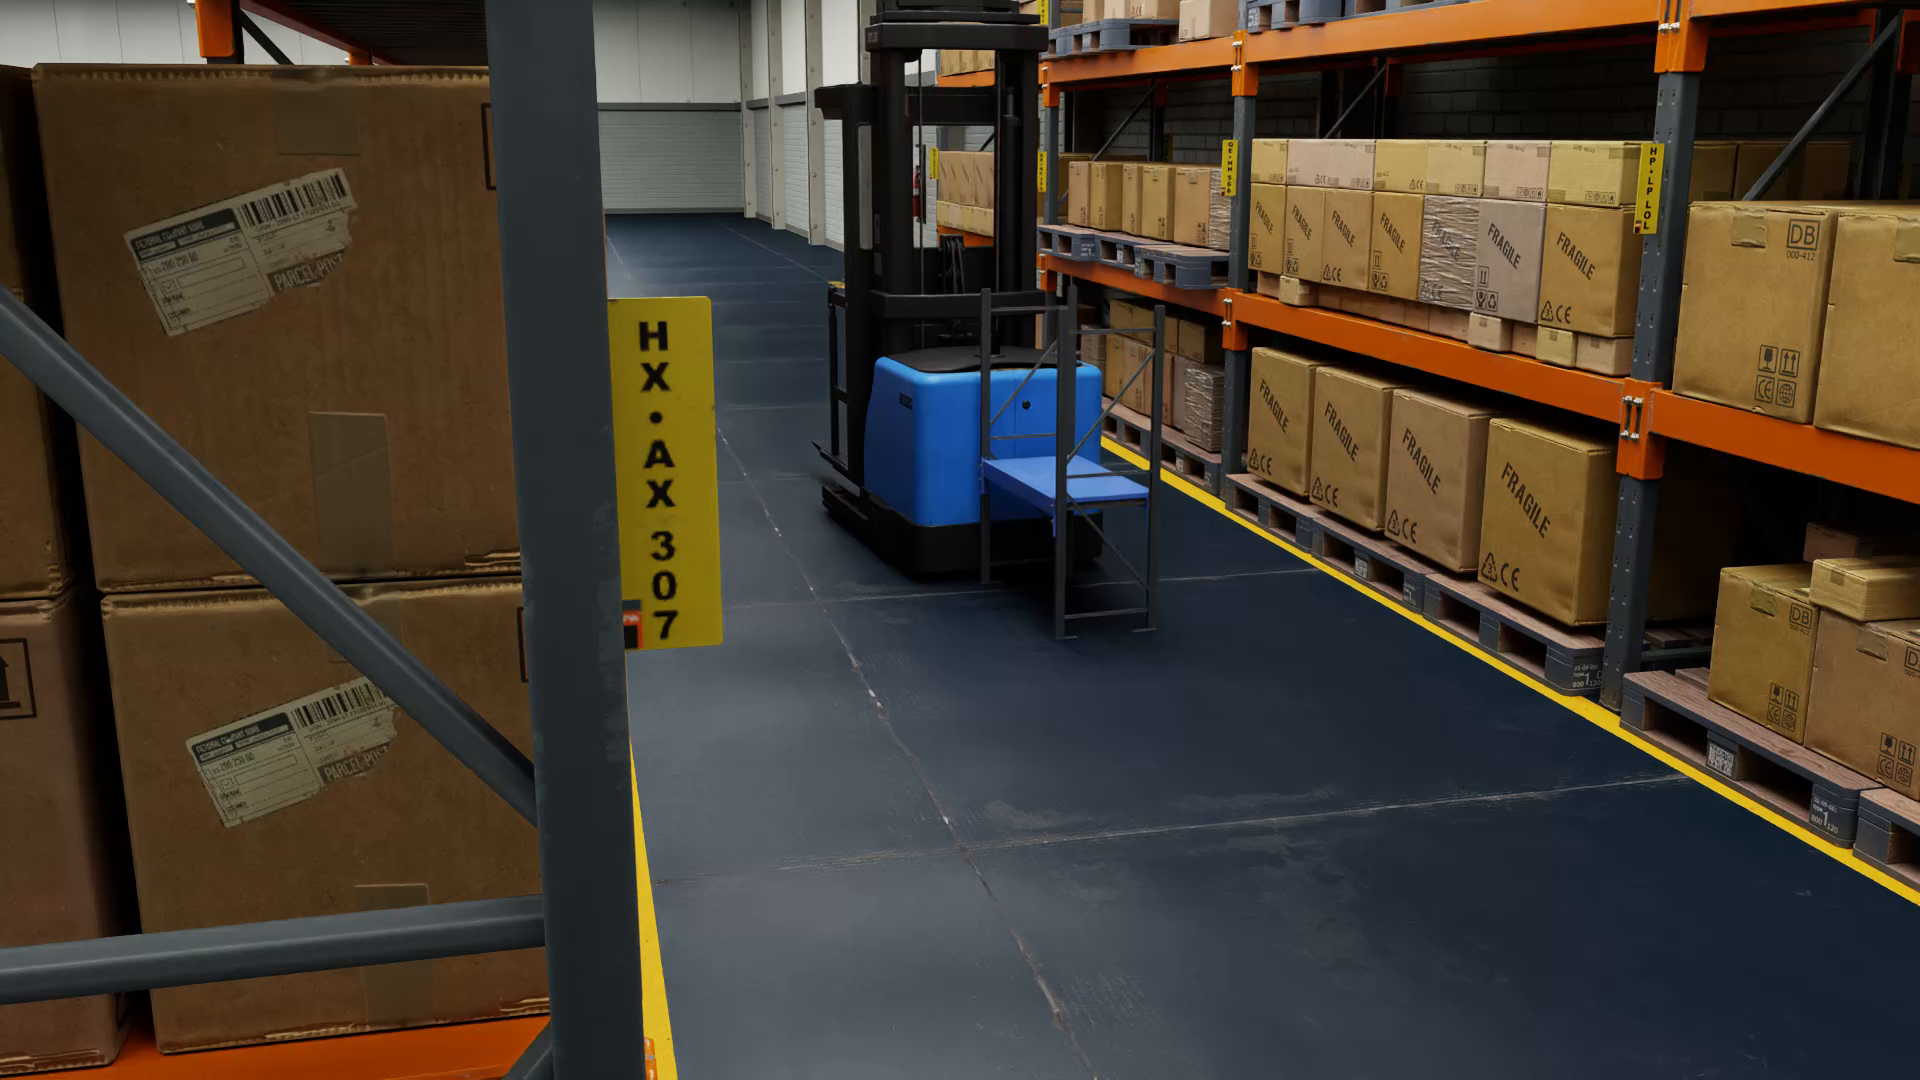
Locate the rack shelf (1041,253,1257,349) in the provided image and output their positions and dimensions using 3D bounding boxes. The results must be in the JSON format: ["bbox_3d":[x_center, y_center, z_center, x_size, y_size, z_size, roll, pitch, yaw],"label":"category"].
[{"bbox_3d":[1.666,-1.841,12.158,1.077,0.370,4.000,-3,14,-13],"label":"rack shelf"}]

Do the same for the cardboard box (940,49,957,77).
[{"bbox_3d":[0.093,-4.999,16.995,0.500,0.500,0.500,-3,14,-12],"label":"cardboard box"}]

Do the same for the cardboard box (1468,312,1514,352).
[{"bbox_3d":[2.502,-0.933,7.413,0.380,0.149,0.250,-3,14,-13],"label":"cardboard box"}]

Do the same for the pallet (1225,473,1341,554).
[{"bbox_3d":[2.248,-0.188,9.754,1.003,0.211,1.213,-3,14,-13],"label":"pallet"}]

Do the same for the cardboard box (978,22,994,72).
[{"bbox_3d":[0.456,-4.631,15.490,0.500,0.500,0.500,-2,14,-10],"label":"cardboard box"}]

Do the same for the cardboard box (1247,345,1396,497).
[{"bbox_3d":[2.181,-0.712,9.665,0.750,0.750,0.750,-3,14,-14],"label":"cardboard box"}]

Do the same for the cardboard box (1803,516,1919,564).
[{"bbox_3d":[3.310,0.023,6.030,0.380,0.149,0.250,-3,14,-14],"label":"cardboard box"}]

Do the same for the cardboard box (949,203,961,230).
[{"bbox_3d":[0.199,-3.262,16.734,0.500,0.250,0.500,-4,14,-15],"label":"cardboard box"}]

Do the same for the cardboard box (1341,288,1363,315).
[{"bbox_3d":[2.267,-1.293,8.885,0.380,0.149,0.250,-3,14,-12],"label":"cardboard box"}]

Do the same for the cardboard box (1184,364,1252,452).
[{"bbox_3d":[1.916,-0.892,11.097,0.700,0.500,0.500,-3,14,-12],"label":"cardboard box"}]

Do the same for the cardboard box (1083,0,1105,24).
[{"bbox_3d":[1.247,-4.231,13.009,0.500,0.500,0.500,-1,14,-5],"label":"cardboard box"}]

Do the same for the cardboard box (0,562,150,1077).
[{"bbox_3d":[-1.169,0.257,1.846,0.500,0.500,0.500,-3,14,-11],"label":"cardboard box"}]

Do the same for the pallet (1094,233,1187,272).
[{"bbox_3d":[1.631,-2.090,12.067,1.003,0.211,1.213,-3,14,-13],"label":"pallet"}]

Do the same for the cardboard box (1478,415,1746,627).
[{"bbox_3d":[2.796,-0.109,7.197,0.750,0.750,0.750,-3,14,-13],"label":"cardboard box"}]

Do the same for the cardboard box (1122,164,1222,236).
[{"bbox_3d":[1.592,-2.515,12.265,0.700,0.500,0.500,-1,14,-5],"label":"cardboard box"}]

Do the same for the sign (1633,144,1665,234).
[{"bbox_3d":[2.550,-1.298,6.146,0.100,0.325,0.005,-3,14,-13],"label":"sign"}]

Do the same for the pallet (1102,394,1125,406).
[{"bbox_3d":[1.381,-1.118,13.558,1.003,0.211,1.213,-3,14,-13],"label":"pallet"}]

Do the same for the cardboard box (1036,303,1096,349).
[{"bbox_3d":[0.914,-1.889,15.177,0.500,0.500,0.500,-4,14,-17],"label":"cardboard box"}]

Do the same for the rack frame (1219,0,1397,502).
[{"bbox_3d":[2.136,-1.729,10.184,1.000,3.000,0.127,-3,14,-13],"label":"rack frame"}]

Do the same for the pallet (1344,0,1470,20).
[{"bbox_3d":[2.604,-2.691,8.200,1.003,0.211,1.213,-3,14,-11],"label":"pallet"}]

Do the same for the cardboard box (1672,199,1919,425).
[{"bbox_3d":[3.187,-0.826,5.856,0.980,0.700,0.700,-3,14,-12],"label":"cardboard box"}]

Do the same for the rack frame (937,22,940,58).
[{"bbox_3d":[0.257,-6.489,17.026,1.000,3.000,0.127,-3,14,-13],"label":"rack frame"}]

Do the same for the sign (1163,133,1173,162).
[{"bbox_3d":[1.735,-3.246,13.954,0.100,0.325,0.005,-3,14,-13],"label":"sign"}]

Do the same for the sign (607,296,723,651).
[{"bbox_3d":[-0.272,-0.057,1.518,0.100,0.325,0.005,-3,14,-13],"label":"sign"}]

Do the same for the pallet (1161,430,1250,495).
[{"bbox_3d":[1.954,-0.555,11.254,1.003,0.211,1.213,-3,14,-13],"label":"pallet"}]

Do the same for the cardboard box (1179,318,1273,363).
[{"bbox_3d":[1.843,-1.391,11.560,0.500,0.250,0.500,-3,14,-12],"label":"cardboard box"}]

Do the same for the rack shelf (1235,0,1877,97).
[{"bbox_3d":[2.606,-2.375,8.025,1.077,0.370,4.000,-3,14,-13],"label":"rack shelf"}]

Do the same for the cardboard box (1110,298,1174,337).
[{"bbox_3d":[1.492,-1.745,13.011,0.500,0.250,0.500,-4,14,-14],"label":"cardboard box"}]

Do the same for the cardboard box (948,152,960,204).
[{"bbox_3d":[0.183,-3.634,16.677,0.500,0.500,0.500,-3,14,-13],"label":"cardboard box"}]

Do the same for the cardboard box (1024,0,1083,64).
[{"bbox_3d":[0.837,-4.271,14.014,0.500,0.500,0.500,-3,14,-12],"label":"cardboard box"}]

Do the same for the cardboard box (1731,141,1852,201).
[{"bbox_3d":[3.220,-1.494,6.763,0.500,0.250,0.500,-3,14,-11],"label":"cardboard box"}]

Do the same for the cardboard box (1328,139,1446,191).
[{"bbox_3d":[2.240,-1.938,8.580,0.500,0.250,0.500,-3,14,-13],"label":"cardboard box"}]

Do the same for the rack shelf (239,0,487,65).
[{"bbox_3d":[-2.209,-2.098,6.892,1.077,0.370,4.000,-3,14,-13],"label":"rack shelf"}]

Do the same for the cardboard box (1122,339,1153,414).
[{"bbox_3d":[1.636,-1.246,12.547,0.700,0.500,0.500,-3,14,-13],"label":"cardboard box"}]

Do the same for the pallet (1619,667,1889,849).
[{"bbox_3d":[3.178,0.728,6.002,1.003,0.211,1.213,-3,14,-13],"label":"pallet"}]

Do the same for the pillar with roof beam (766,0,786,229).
[{"bbox_3d":[-8.559,-11.672,38.243,9.100,9.000,0.400,-3,14,-13],"label":"pillar with roof beam"}]

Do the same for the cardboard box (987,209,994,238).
[{"bbox_3d":[0.548,-2.912,15.299,0.500,0.250,0.500,-3,14,-13],"label":"cardboard box"}]

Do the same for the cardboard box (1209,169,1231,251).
[{"bbox_3d":[2.016,-2.099,10.562,0.700,0.500,0.500,-5,15,-20],"label":"cardboard box"}]

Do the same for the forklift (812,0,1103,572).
[{"bbox_3d":[-0.197,-1.564,9.653,1.130,2.935,3.031,-5,14,-18],"label":"forklift"}]

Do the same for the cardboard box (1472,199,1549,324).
[{"bbox_3d":[2.592,-1.219,7.216,0.500,0.500,0.500,-3,14,-13],"label":"cardboard box"}]

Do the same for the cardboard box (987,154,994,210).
[{"bbox_3d":[0.554,-3.276,15.212,0.500,0.500,0.500,-4,14,-15],"label":"cardboard box"}]

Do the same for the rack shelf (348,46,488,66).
[{"bbox_3d":[-3.148,-3.021,10.669,1.077,0.370,4.000,-3,14,-13],"label":"rack shelf"}]

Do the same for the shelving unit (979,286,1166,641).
[{"bbox_3d":[0.505,-0.405,7.925,0.538,1.500,1.048,-5,14,-18],"label":"shelving unit"}]

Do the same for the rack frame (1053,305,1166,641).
[{"bbox_3d":[0.666,-0.291,7.457,0.500,1.500,0.032,-5,14,-18],"label":"rack frame"}]

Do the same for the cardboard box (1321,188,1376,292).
[{"bbox_3d":[2.231,-1.570,8.652,0.500,0.500,0.500,-3,14,-13],"label":"cardboard box"}]

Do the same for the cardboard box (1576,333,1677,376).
[{"bbox_3d":[2.721,-0.756,6.689,0.380,0.149,0.250,-3,14,-13],"label":"cardboard box"}]

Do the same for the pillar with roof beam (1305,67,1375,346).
[{"bbox_3d":[-1.513,-4.752,9.915,9.100,9.000,0.400,-3,14,-13],"label":"pillar with roof beam"}]

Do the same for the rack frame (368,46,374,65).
[{"bbox_3d":[-2.678,-1.452,9.051,1.000,3.000,0.127,-3,14,-13],"label":"rack frame"}]

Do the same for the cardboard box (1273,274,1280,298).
[{"bbox_3d":[2.039,-1.469,9.608,0.380,0.149,0.250,-3,14,-12],"label":"cardboard box"}]

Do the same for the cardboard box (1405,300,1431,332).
[{"bbox_3d":[2.414,-1.114,8.152,0.380,0.149,0.250,-3,14,-11],"label":"cardboard box"}]
